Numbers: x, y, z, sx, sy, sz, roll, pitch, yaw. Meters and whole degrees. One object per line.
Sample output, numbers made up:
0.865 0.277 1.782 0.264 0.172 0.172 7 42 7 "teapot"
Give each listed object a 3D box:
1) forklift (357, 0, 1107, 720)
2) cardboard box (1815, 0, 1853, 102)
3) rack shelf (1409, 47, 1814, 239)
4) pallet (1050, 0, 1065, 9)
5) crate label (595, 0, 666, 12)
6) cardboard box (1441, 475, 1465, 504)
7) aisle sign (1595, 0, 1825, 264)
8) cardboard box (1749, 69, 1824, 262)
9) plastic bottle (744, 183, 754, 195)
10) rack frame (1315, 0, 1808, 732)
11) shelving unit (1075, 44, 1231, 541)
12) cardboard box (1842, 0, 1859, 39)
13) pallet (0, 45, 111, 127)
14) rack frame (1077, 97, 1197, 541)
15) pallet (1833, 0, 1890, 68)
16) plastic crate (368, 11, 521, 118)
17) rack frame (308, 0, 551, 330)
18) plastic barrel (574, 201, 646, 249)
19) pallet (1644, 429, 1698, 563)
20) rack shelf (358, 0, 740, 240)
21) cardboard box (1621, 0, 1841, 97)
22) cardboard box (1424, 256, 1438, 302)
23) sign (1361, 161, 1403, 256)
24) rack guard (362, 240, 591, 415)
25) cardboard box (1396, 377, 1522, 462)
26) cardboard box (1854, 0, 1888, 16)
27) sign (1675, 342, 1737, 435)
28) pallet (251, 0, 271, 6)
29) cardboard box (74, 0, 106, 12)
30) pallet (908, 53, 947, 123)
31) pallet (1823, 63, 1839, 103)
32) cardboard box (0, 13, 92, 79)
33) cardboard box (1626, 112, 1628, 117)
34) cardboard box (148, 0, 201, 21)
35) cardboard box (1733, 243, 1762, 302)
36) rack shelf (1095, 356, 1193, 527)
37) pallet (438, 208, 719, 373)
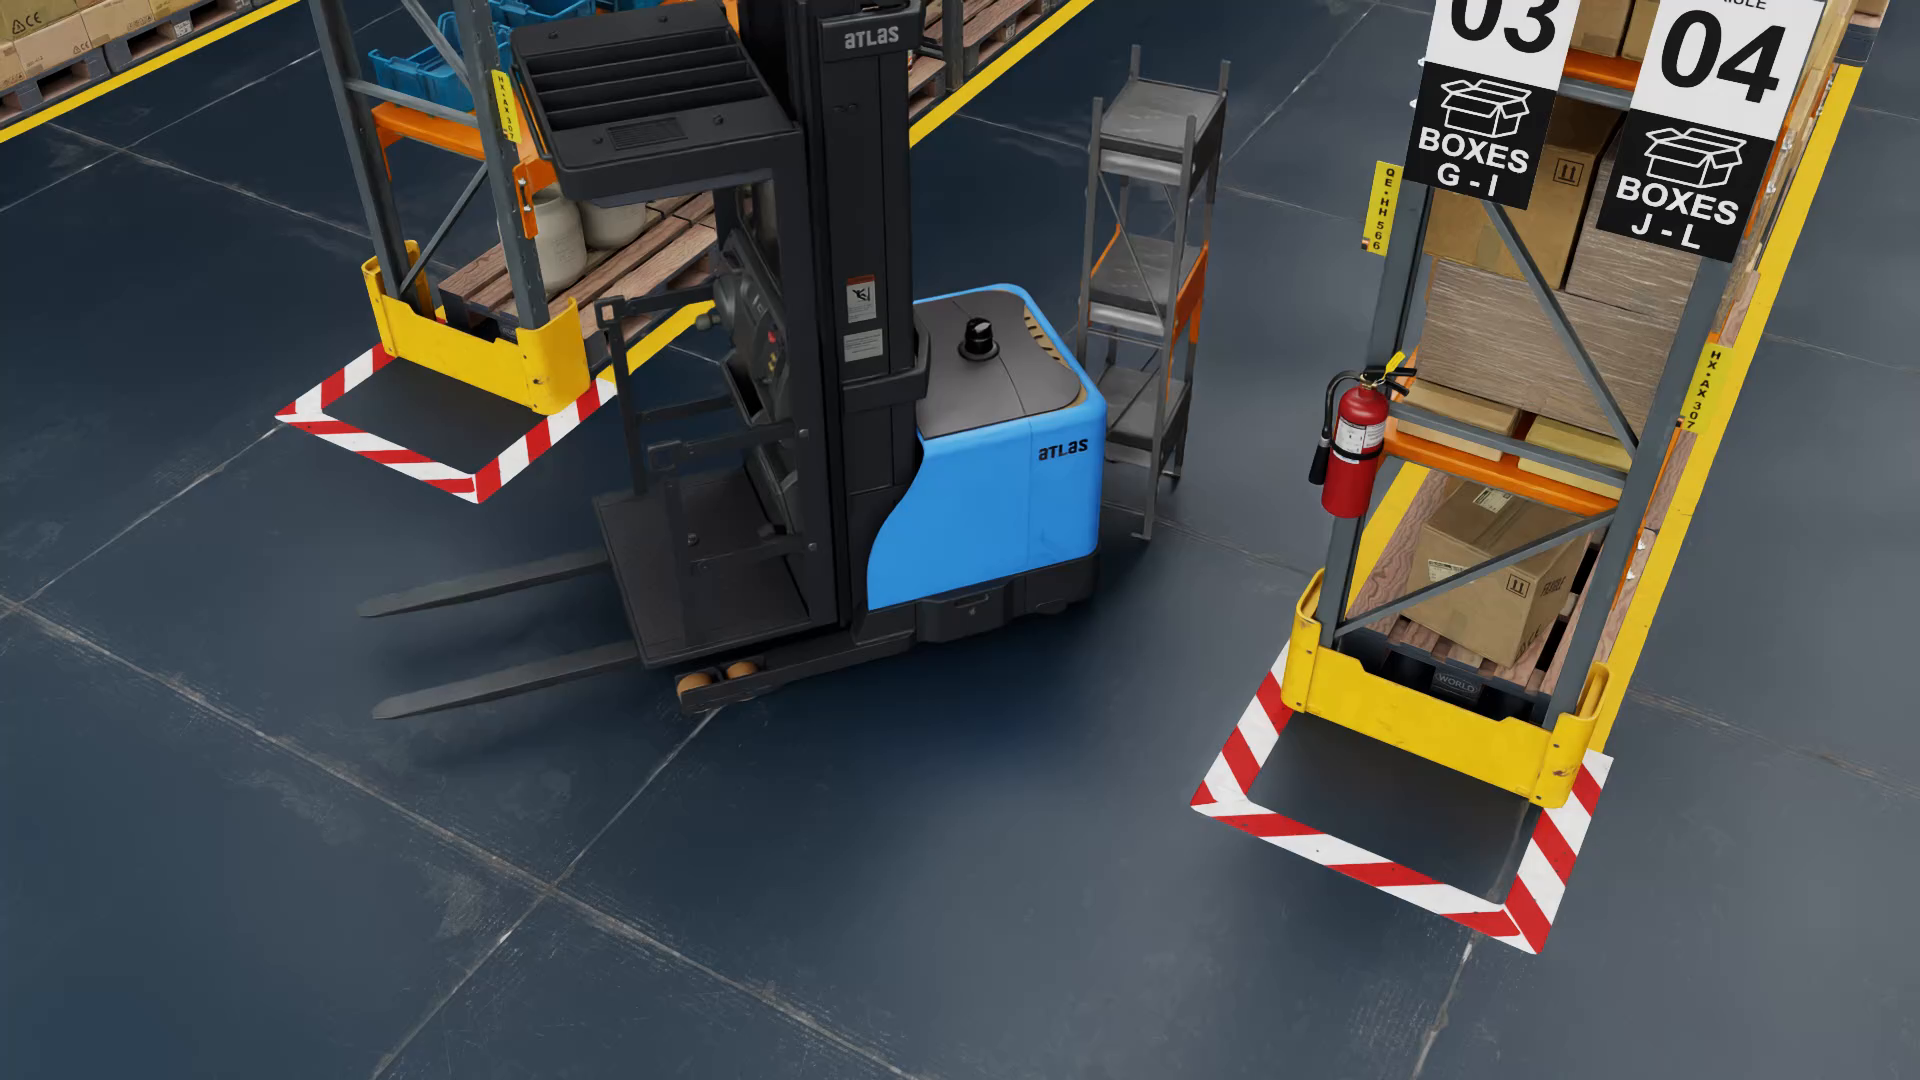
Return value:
-0.972 -0.792 6.247 3.031 2.935 1.130 -14 43 -15 "forklift"
3.108 -1.932 6.432 0.500 0.500 0.500 21 45 22 "cardboard box"
2.847 -2.324 6.210 1.077 0.370 4.000 21 45 22 "rack shelf"
0.529 -4.367 12.365 1.003 0.211 1.213 21 45 22 "pallet"
-1.755 -3.118 8.810 0.502 0.435 0.616 21 45 22 "crate label"
2.443 -0.249 7.152 0.500 0.500 0.500 -33 51 -32 "cardboard box"
2.075 -1.165 4.652 0.394 0.787 0.004 21 45 22 "aisle sign"
2.614 -1.357 5.779 0.500 0.500 0.500 21 45 22 "cardboard box"
-1.213 -2.071 9.432 0.097 0.201 0.097 0 41 0 "plastic bottle"
1.846 -0.324 5.664 1.000 3.000 0.127 21 45 22 "rack frame"
0.776 -0.986 7.094 0.431 2.100 0.503 15 44 16 "shelving unit"
3.612 -2.502 7.080 0.500 0.500 0.500 21 45 22 "cardboard box"
-6.382 -3.007 10.821 1.003 0.211 1.213 21 45 22 "pallet"
0.686 -0.836 6.924 0.400 2.100 0.015 15 44 16 "rack frame"
4.356 -2.930 8.768 1.003 0.211 1.213 21 45 22 "pallet"
-2.451 -2.292 8.011 0.499 0.251 0.616 21 45 22 "plastic crate"
-2.442 -1.962 7.524 1.000 3.000 0.127 21 45 22 "rack frame"
-1.928 -1.875 8.989 0.421 0.512 0.421 0 41 0 "plastic barrel"
2.933 -0.470 7.939 1.003 0.211 1.213 21 45 22 "pallet"
-1.441 -2.837 9.061 1.077 0.370 4.000 21 45 22 "rack shelf"
2.311 -1.584 4.938 0.500 0.250 0.500 22 46 23 "cardboard box"
2.292 -1.105 6.250 0.875 0.500 0.500 21 45 22 "cardboard box"
1.376 -1.072 5.398 0.100 0.325 0.005 21 45 22 "sign"
-2.445 -1.083 8.417 1.175 0.500 0.348 21 45 22 "rack guard"
1.810 -0.461 6.010 0.380 0.149 0.250 21 45 22 "cardboard box"
4.367 -3.404 8.390 1.000 1.000 1.000 21 46 22 "cardboard box"
2.316 -0.470 5.174 0.100 0.325 0.005 21 45 22 "sign"
-5.161 -4.404 12.406 1.003 0.211 1.213 21 45 22 "pallet"
-5.780 -3.820 10.829 0.500 0.500 0.500 21 45 22 "cardboard box"
-0.813 -2.834 10.624 1.003 0.211 1.213 21 45 22 "pallet"
5.457 -3.409 11.276 1.003 0.211 1.213 21 45 22 "pallet"
-6.021 -3.249 10.748 0.500 0.250 0.500 21 45 22 "cardboard box"
2.153 -1.533 5.979 0.500 0.500 0.500 21 45 22 "cardboard box"
-5.516 -3.819 11.395 0.500 0.250 0.500 21 45 22 "cardboard box"
3.030 -1.140 6.781 0.380 0.149 0.250 21 45 22 "cardboard box"
0.772 -0.452 7.567 0.431 0.518 0.480 15 44 16 "rack shelf"
-2.034 -1.438 9.038 1.003 0.211 1.213 21 45 22 "pallet"
